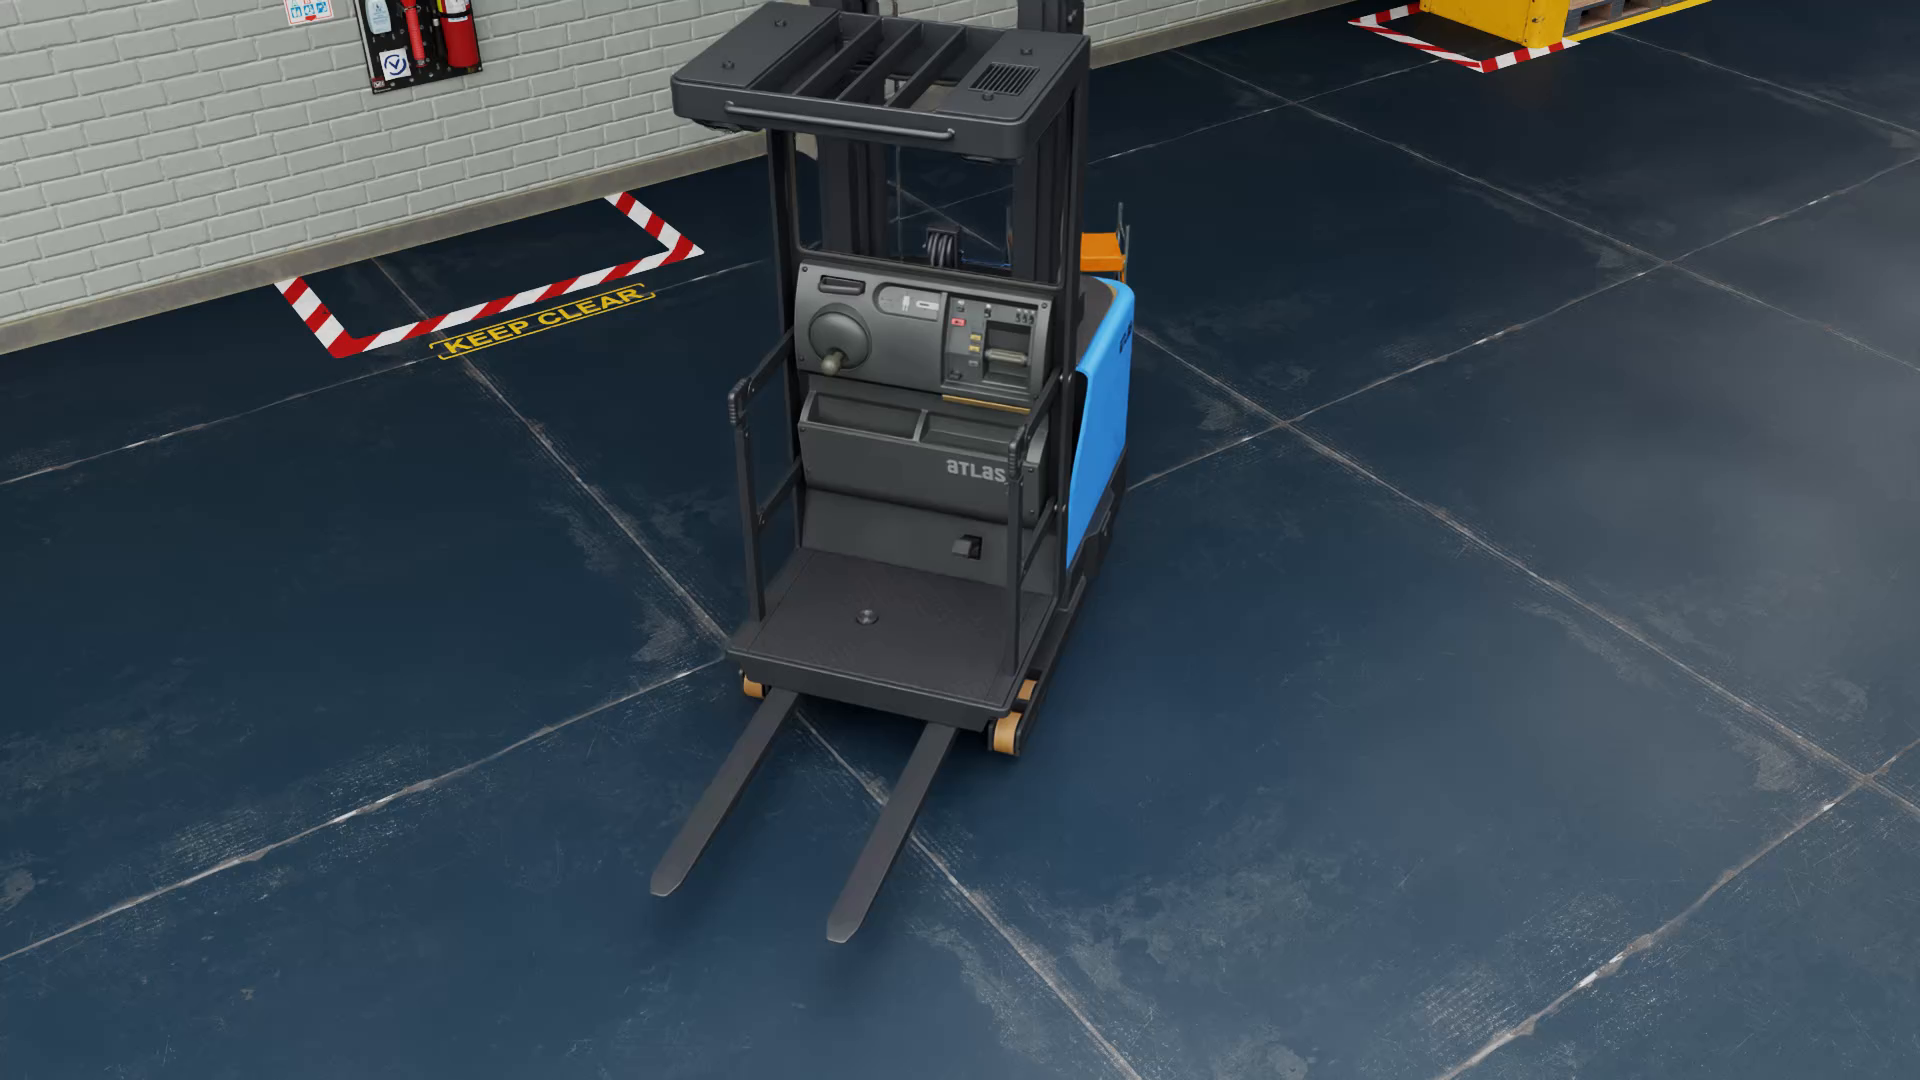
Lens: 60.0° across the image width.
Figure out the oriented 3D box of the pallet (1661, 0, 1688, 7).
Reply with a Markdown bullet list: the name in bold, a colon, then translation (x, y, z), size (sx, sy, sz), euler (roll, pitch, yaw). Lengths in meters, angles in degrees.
- **pallet**: translation (5.734, -4.708, 13.615), size (1.213, 0.211, 1.003), euler (-22, 41, -28)

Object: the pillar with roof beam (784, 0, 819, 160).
- **pillar with roof beam**: translation (1.641, -4.161, 5.329), size (0.400, 9.000, 9.100), euler (-22, 41, -28)

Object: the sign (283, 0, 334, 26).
- **sign**: translation (-3.392, -2.845, 8.606), size (0.234, 0.329, 0.001), euler (-22, 41, -28)

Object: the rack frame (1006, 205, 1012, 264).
- **rack frame**: translation (0.218, -0.896, 7.468), size (0.015, 1.200, 0.240), euler (-2, 36, -3)

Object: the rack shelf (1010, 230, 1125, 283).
- **rack shelf**: translation (0.461, -1.223, 7.250), size (0.480, 0.148, 0.258), euler (-2, 36, -3)

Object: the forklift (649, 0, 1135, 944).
- **forklift**: translation (-0.203, -0.663, 5.661), size (1.130, 2.935, 3.031), euler (11, 37, 15)

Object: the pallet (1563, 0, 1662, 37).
- **pallet**: translation (4.738, -4.300, 13.048), size (1.213, 0.211, 1.003), euler (-22, 41, -28)

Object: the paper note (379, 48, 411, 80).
- **paper note**: translation (-3.065, -2.583, 9.027), size (0.142, 0.148, 0.016), euler (-22, 41, -28)

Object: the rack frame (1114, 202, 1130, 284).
- **rack frame**: translation (0.705, -0.912, 7.491), size (0.015, 1.200, 0.240), euler (-2, 36, -3)

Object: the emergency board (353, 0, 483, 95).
- **emergency board**: translation (-2.881, -2.967, 8.807), size (0.643, 1.169, 0.194), euler (-22, 41, -28)

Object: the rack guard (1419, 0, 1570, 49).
- **rack guard**: translation (4.054, -4.161, 12.607), size (0.348, 0.500, 1.175), euler (-22, 41, -28)

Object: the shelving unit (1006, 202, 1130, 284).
- **shelving unit**: translation (0.461, -0.904, 7.479), size (0.503, 1.200, 0.258), euler (-2, 36, -3)
